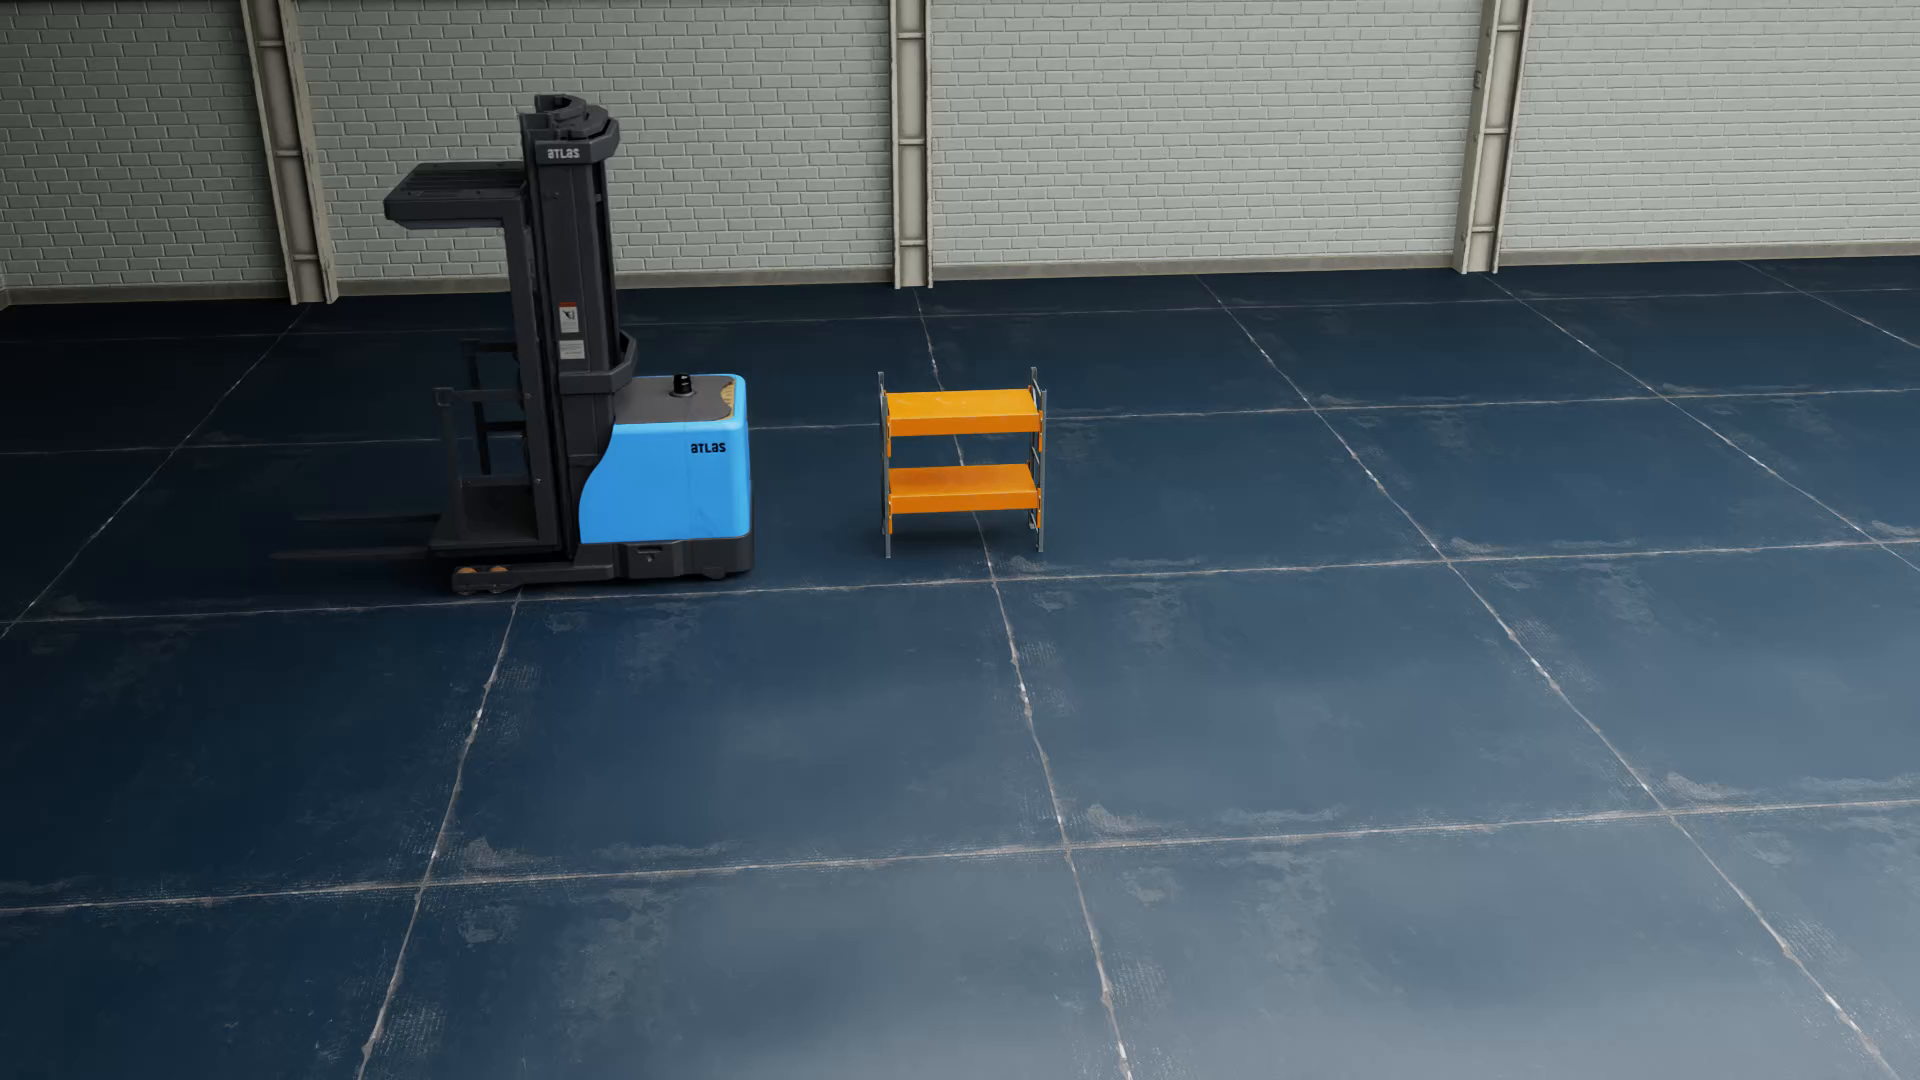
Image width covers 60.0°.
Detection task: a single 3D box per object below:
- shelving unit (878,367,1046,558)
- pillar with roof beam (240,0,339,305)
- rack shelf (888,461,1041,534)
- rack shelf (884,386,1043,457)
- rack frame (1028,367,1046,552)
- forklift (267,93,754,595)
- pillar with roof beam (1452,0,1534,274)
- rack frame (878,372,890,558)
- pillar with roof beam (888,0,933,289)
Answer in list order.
[{"bbox_3d":[0.007,-0.514,11.022,1.048,1.125,0.538,-2,24,-5],"label":"shelving unit"},{"bbox_3d":[-6.036,-4.776,10.916,0.400,9.000,9.100,-2,24,-5],"label":"pillar with roof beam"},{"bbox_3d":[0.007,-0.291,11.121,1.000,0.278,0.538,-2,24,-5],"label":"rack shelf"},{"bbox_3d":[0.007,-0.782,10.903,1.000,0.278,0.538,-2,24,-5],"label":"rack shelf"},{"bbox_3d":[0.513,-0.535,11.068,0.032,1.125,0.500,-2,24,-5],"label":"rack frame"},{"bbox_3d":[-2.882,-1.221,10.388,3.031,2.935,1.130,-2,24,-5],"label":"forklift"},{"bbox_3d":[5.906,-5.255,11.994,0.400,9.000,9.100,-2,24,-5],"label":"pillar with roof beam"},{"bbox_3d":[-0.499,-0.494,10.976,0.032,1.125,0.500,-2,24,-5],"label":"rack frame"},{"bbox_3d":[-0.065,-5.016,11.455,0.400,9.000,9.100,-2,24,-5],"label":"pillar with roof beam"}]
